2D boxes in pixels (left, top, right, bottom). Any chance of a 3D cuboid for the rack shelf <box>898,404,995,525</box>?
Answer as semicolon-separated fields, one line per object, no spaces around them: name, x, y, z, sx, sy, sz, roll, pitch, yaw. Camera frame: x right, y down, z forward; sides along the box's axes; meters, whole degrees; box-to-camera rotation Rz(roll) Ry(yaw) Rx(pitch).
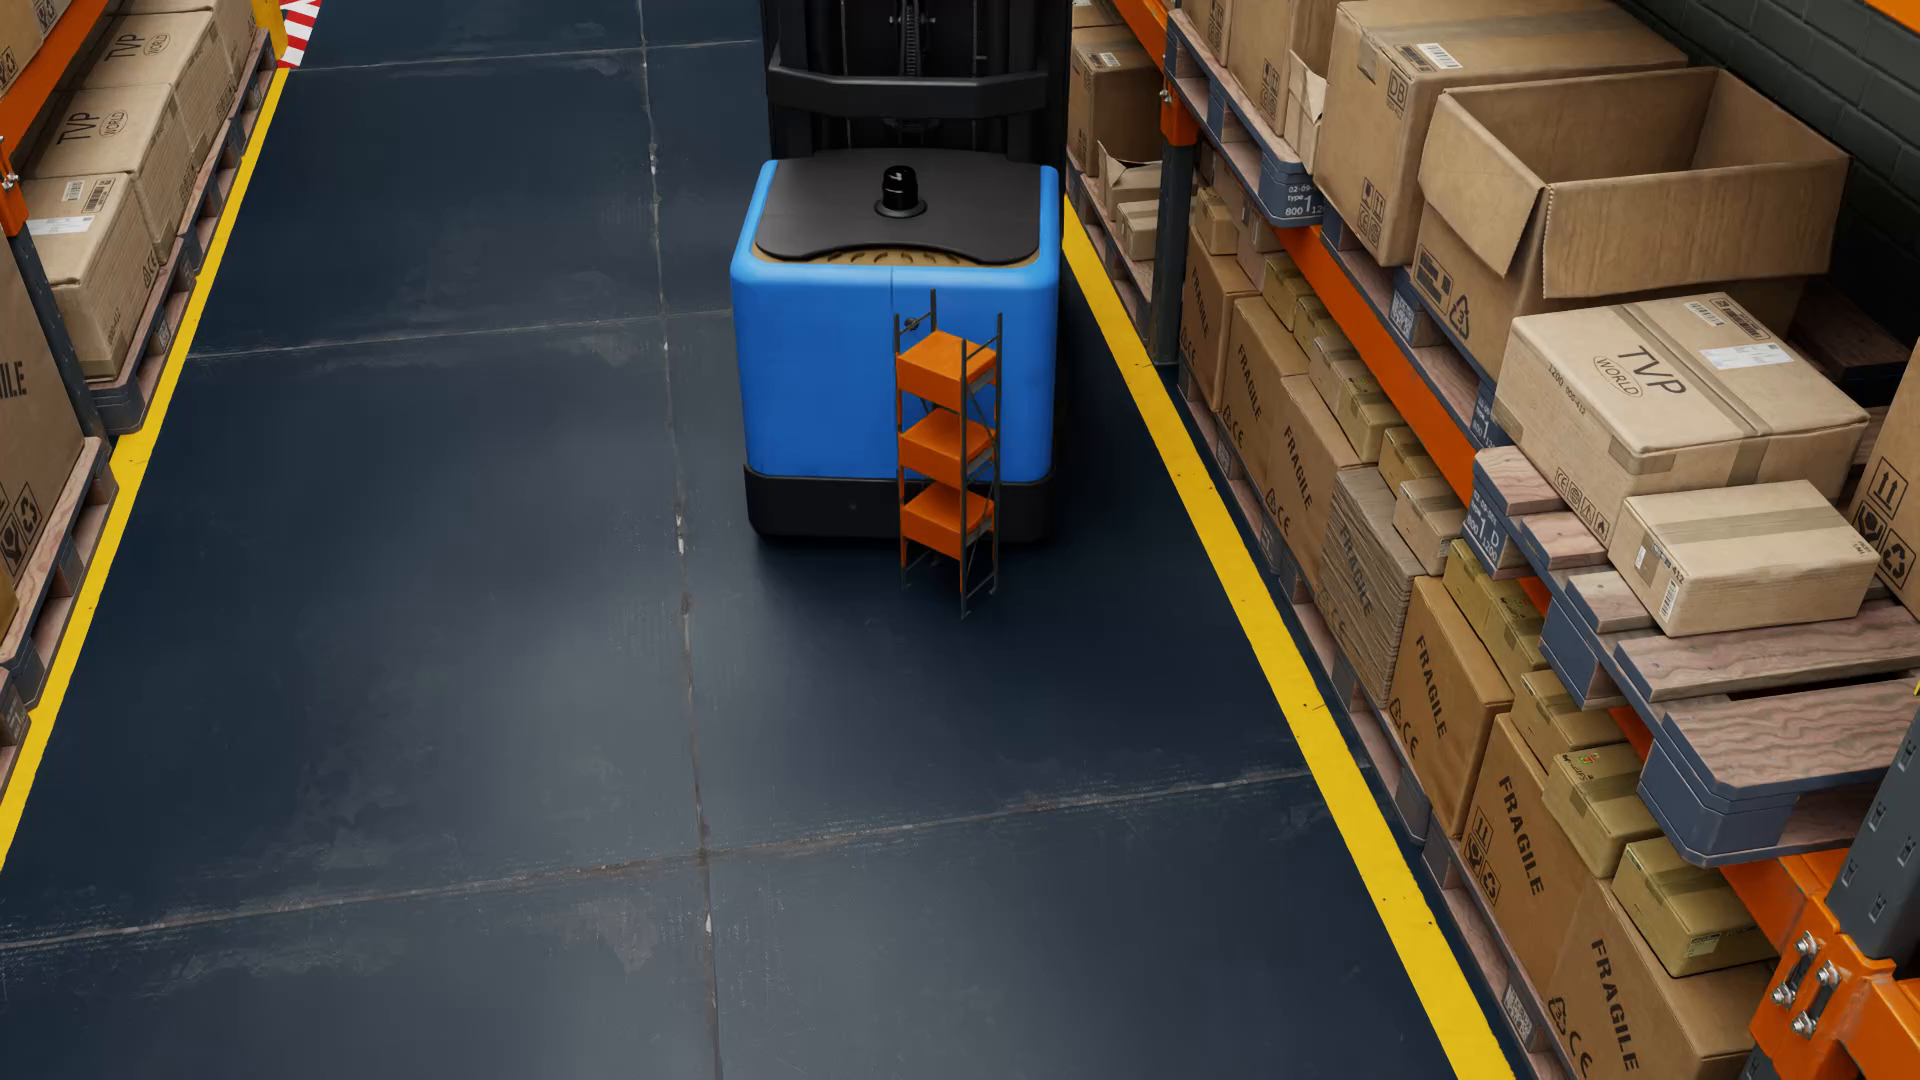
rack shelf;-0.035;-0.243;5.224;0.240;0.259;0.215;24;44;27

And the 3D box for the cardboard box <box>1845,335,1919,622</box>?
cardboard box;2.023;-0.080;2.984;0.500;0.500;0.500;-5;38;-6

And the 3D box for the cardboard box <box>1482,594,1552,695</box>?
cardboard box;1.540;0.258;4.140;0.380;0.149;0.250;-5;38;-7

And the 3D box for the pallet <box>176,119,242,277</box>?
pallet;-3.902;-1.532;7.549;1.003;0.211;1.213;-6;38;-8

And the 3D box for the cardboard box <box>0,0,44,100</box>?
cardboard box;-3.453;-1.778;5.512;0.500;0.500;0.500;-5;38;-6

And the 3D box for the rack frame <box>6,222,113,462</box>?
rack frame;-3.628;-1.427;5.141;1.000;3.000;0.127;-6;38;-8

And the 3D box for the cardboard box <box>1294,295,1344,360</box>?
cardboard box;1.301;-0.676;5.341;0.380;0.149;0.250;-7;38;-9

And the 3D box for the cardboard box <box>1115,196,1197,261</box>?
cardboard box;0.871;-1.308;6.970;0.380;0.149;0.250;-7;38;-9

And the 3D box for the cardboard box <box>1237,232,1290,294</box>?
cardboard box;1.183;-0.993;5.750;0.380;0.149;0.250;-7;38;-9

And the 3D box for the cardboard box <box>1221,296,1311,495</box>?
cardboard box;1.224;-0.505;5.650;0.500;0.500;0.500;-7;38;-9

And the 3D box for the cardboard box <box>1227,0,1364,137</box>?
cardboard box;1.213;-1.539;4.862;0.700;0.500;0.500;-6;38;-7

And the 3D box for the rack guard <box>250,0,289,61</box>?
rack guard;-4.334;-2.870;9.037;1.175;0.500;0.348;-6;38;-8

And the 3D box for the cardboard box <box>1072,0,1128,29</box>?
cardboard box;0.676;-2.327;7.996;0.500;0.500;0.500;-6;38;-7

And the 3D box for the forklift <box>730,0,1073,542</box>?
forklift;-0.139;-2.034;5.979;1.130;2.935;3.031;2;38;2

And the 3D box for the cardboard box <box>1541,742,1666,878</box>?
cardboard box;1.545;0.586;3.718;0.380;0.149;0.250;-8;39;-10

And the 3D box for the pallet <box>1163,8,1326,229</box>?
pallet;1.290;-1.393;5.254;1.003;0.211;1.213;-6;38;-8

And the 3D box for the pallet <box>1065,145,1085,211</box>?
pallet;0.921;-2.015;8.172;1.003;0.211;1.213;-6;38;-8

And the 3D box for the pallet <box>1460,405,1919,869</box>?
pallet;1.771;0.127;3.298;1.213;0.211;1.003;-6;38;-8

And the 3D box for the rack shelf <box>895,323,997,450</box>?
rack shelf;-0.035;-0.467;5.050;0.240;0.259;0.215;24;44;27

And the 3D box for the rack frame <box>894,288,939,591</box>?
rack frame;-0.134;-0.295;5.274;0.008;1.050;0.200;24;44;27

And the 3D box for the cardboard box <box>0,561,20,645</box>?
cardboard box;-3.275;0.157;4.492;0.875;0.875;0.875;-5;38;-7

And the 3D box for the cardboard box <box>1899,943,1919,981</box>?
cardboard box;2.161;0.990;3.726;0.500;0.500;0.500;-5;38;-6

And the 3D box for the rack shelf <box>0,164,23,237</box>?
rack shelf;-3.278;0.065;3.807;1.077;0.370;4.000;-6;38;-8

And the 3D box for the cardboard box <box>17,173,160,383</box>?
cardboard box;-3.633;-0.971;6.302;0.875;0.438;0.875;-7;38;-9

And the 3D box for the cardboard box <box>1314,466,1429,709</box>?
cardboard box;1.392;0.111;4.857;0.500;0.500;0.500;-8;38;-10

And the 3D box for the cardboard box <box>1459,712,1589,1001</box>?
cardboard box;1.596;0.739;4.049;0.500;0.500;0.500;-7;38;-9

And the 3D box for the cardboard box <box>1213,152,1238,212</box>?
cardboard box;1.118;-1.276;5.872;0.380;0.149;0.250;-7;38;-9

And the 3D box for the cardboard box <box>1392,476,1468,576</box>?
cardboard box;1.418;-0.057;4.544;0.380;0.149;0.250;-8;39;-10

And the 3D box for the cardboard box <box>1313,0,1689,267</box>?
cardboard box;1.351;-1.065;4.252;0.700;0.500;0.500;-6;38;-8

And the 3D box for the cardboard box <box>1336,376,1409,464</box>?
cardboard box;1.349;-0.370;4.948;0.380;0.149;0.250;-5;38;-6

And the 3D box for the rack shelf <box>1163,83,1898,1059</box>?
rack shelf;1.608;-0.471;4.497;1.077;0.370;4.000;-6;38;-8

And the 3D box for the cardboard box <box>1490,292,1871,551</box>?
cardboard box;1.455;-0.256;3.414;0.500;0.250;0.500;-8;39;-10

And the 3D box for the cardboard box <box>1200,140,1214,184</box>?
cardboard box;1.299;-1.689;7.461;0.380;0.149;0.250;-7;38;-9

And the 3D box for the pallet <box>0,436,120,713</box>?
pallet;-3.419;0.132;5.407;1.003;0.211;1.213;-6;38;-8

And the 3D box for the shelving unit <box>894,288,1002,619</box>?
shelving unit;-0.035;-0.251;5.217;0.252;1.050;0.215;24;44;27

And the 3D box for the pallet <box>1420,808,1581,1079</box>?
pallet;1.865;1.099;4.163;1.003;0.211;1.213;-6;38;-8

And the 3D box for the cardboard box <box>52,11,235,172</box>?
cardboard box;-3.947;-2.057;7.699;0.875;0.438;0.875;-5;38;-7

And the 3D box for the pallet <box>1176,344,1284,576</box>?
pallet;1.438;-0.374;6.060;1.003;0.211;1.213;-6;38;-8
